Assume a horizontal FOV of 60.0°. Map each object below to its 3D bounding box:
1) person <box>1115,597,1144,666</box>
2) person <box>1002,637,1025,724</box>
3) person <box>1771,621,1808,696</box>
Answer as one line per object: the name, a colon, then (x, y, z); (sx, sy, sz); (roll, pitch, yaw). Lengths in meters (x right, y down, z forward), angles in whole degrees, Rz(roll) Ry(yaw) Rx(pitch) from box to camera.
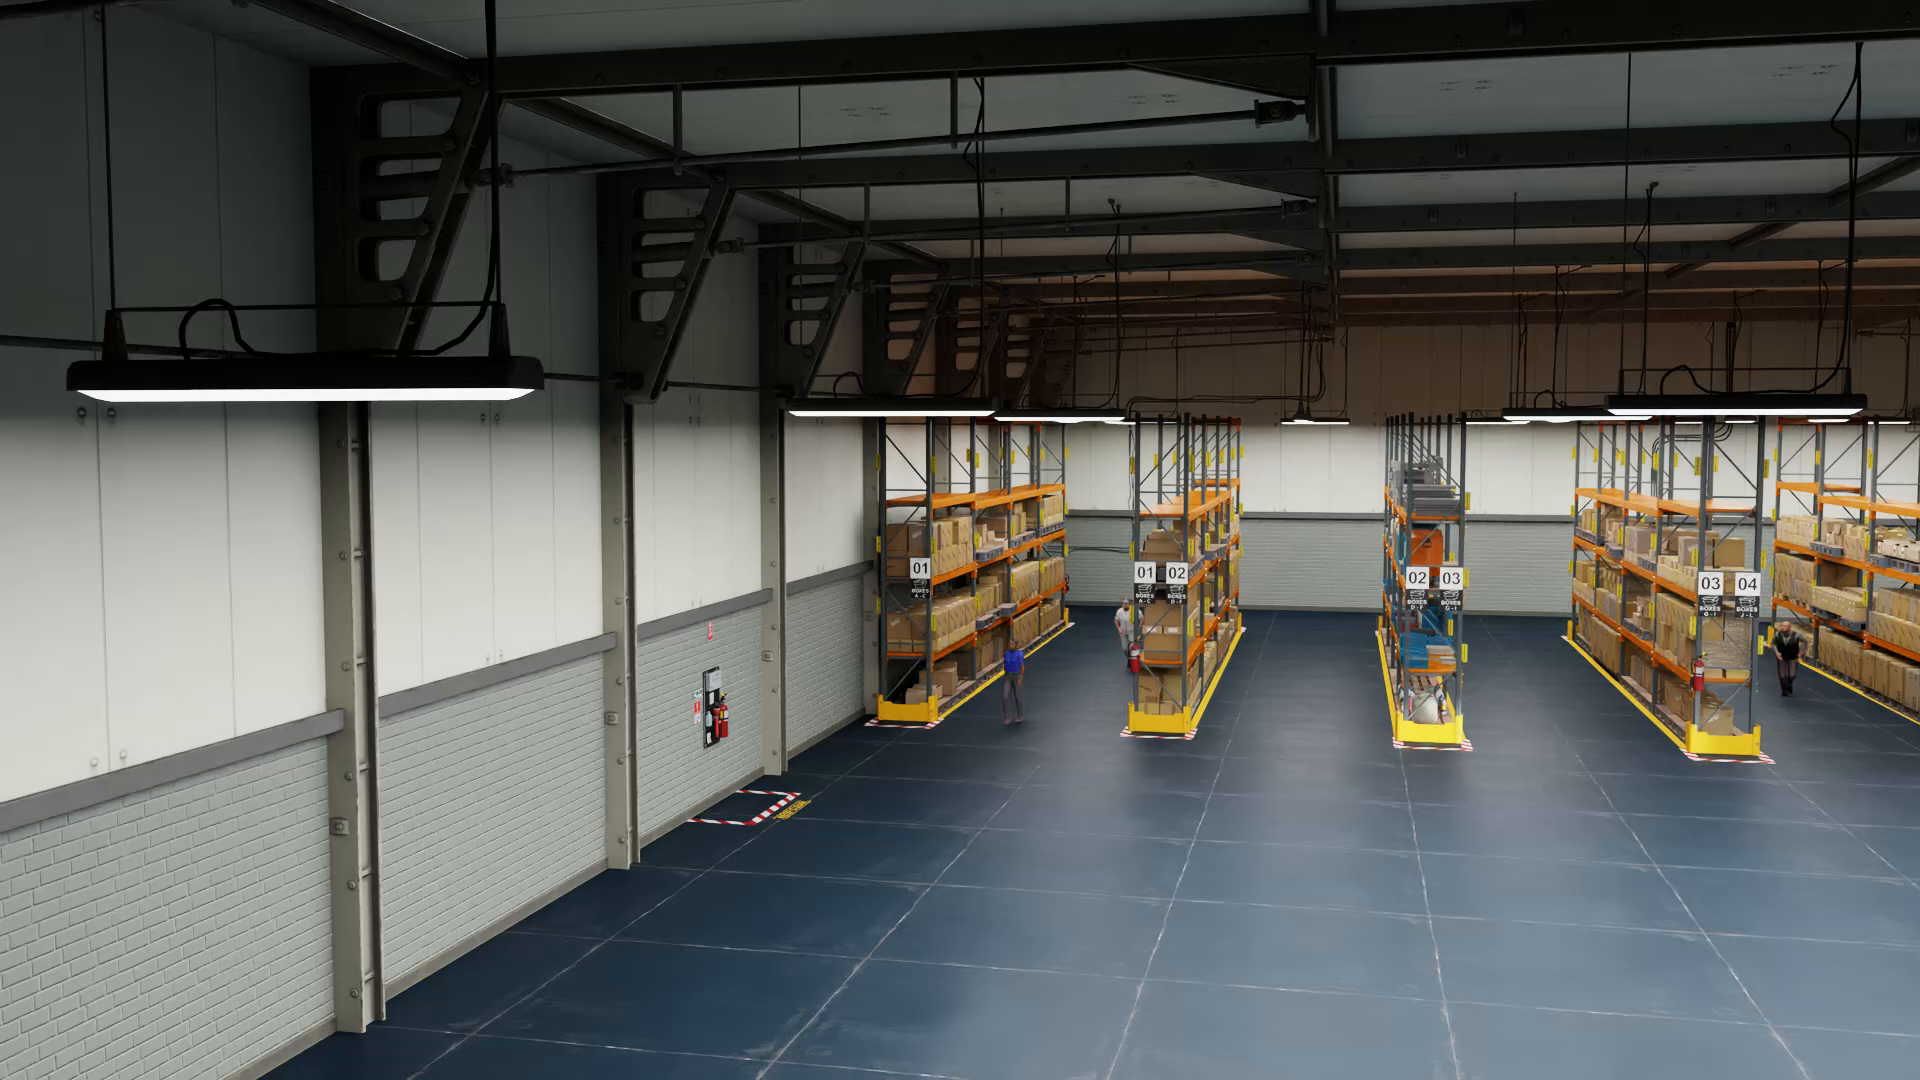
person: (4.059, 2.193, 39.752); (0.704, 1.692, 0.729); (2, 4, 22)
person: (1.043, 2.739, 32.209); (0.502, 1.721, 0.515); (2, 5, 33)
person: (17.614, 2.519, 35.339); (0.709, 1.629, 0.697); (2, 4, 25)
